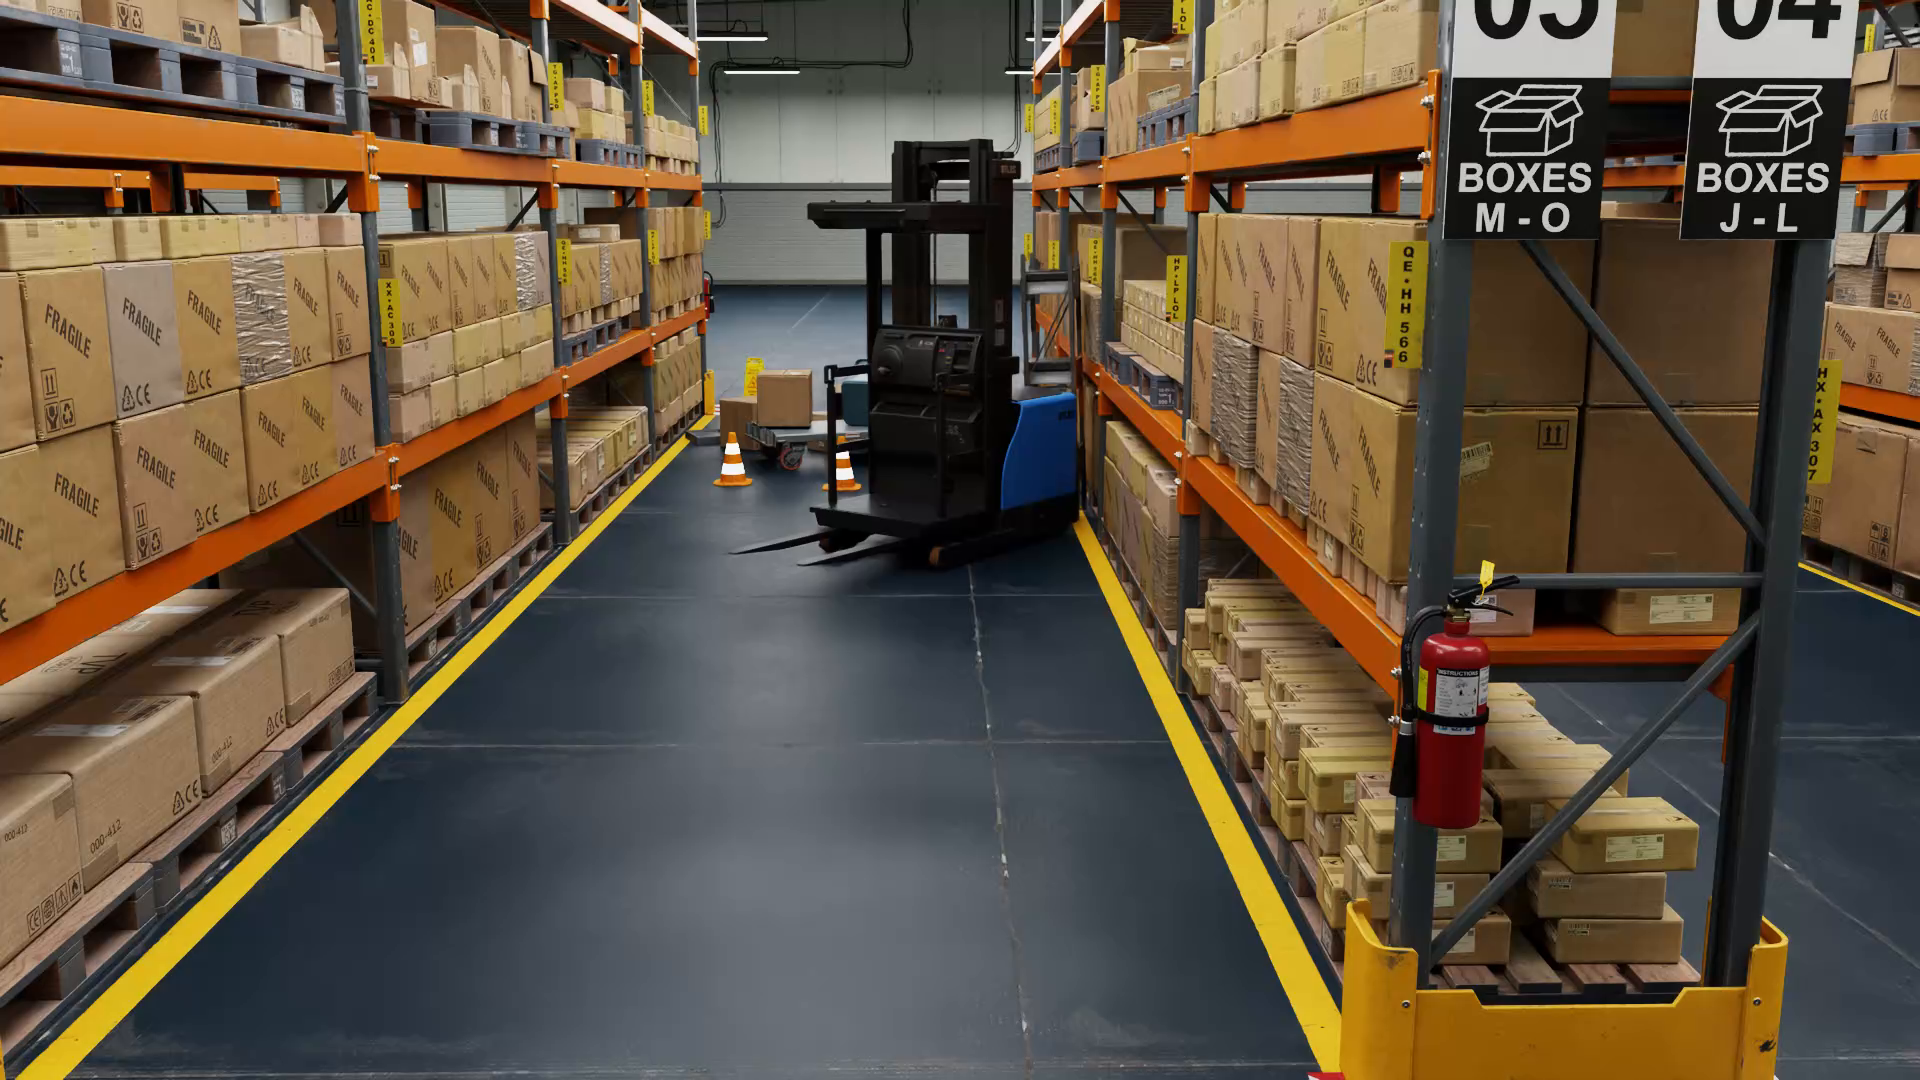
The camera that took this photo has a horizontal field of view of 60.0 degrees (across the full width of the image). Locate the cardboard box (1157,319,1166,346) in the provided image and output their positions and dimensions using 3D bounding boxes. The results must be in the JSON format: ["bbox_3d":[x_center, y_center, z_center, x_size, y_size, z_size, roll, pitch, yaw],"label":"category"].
[{"bbox_3d":[1.389,-1.247,9.990,0.380,0.149,0.250,0,11,-1],"label":"cardboard box"}]

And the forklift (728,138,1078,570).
[{"bbox_3d":[-0.370,-1.337,11.777,1.130,2.935,3.031,8,14,36],"label":"forklift"}]

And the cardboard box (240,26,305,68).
[{"bbox_3d":[-2.982,-2.062,6.956,0.380,0.149,0.250,0,11,0],"label":"cardboard box"}]

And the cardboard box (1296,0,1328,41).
[{"bbox_3d":[1.425,-1.819,5.556,0.500,0.250,0.500,0,11,0],"label":"cardboard box"}]

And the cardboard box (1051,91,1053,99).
[{"bbox_3d":[1.120,-4.482,16.884,0.380,0.149,0.250,0,11,0],"label":"cardboard box"}]

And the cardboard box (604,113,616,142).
[{"bbox_3d":[-3.324,-3.614,14.608,0.500,0.250,0.500,0,11,0],"label":"cardboard box"}]

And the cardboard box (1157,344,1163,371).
[{"bbox_3d":[1.390,-1.098,10.003,0.380,0.149,0.250,0,11,1],"label":"cardboard box"}]

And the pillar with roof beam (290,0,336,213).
[{"bbox_3d":[-5.238,-7.011,24.482,9.100,9.000,0.400,0,11,-1],"label":"pillar with roof beam"}]

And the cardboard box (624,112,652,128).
[{"bbox_3d":[-3.166,-4.030,15.961,0.380,0.149,0.250,0,11,-2],"label":"cardboard box"}]

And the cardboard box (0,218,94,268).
[{"bbox_3d":[-2.960,-0.928,5.190,0.380,0.149,0.250,-1,11,-3],"label":"cardboard box"}]

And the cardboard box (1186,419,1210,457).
[{"bbox_3d":[1.305,-0.498,8.100,0.380,0.149,0.250,0,11,1],"label":"cardboard box"}]

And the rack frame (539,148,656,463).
[{"bbox_3d":[-3.486,-2.228,15.998,1.000,3.000,0.127,0,11,-1],"label":"rack frame"}]

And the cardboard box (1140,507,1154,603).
[{"bbox_3d":[1.348,0.093,9.788,0.500,0.500,0.500,-1,11,-2],"label":"cardboard box"}]

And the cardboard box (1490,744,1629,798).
[{"bbox_3d":[2.034,0.806,5.659,0.380,0.149,0.250,0,11,-1],"label":"cardboard box"}]

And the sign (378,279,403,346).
[{"bbox_3d":[-2.766,-1.104,8.078,0.100,0.325,0.005,0,11,-1],"label":"sign"}]

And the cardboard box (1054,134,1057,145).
[{"bbox_3d":[1.128,-3.992,16.470,0.380,0.149,0.250,0,11,0],"label":"cardboard box"}]

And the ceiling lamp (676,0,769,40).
[{"bbox_3d":[-5.022,-12.065,34.714,2.000,3.185,0.800,0,11,-1],"label":"ceiling lamp"}]

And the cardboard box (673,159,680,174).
[{"bbox_3d":[-3.206,-3.995,17.796,0.380,0.149,0.250,0,11,-2],"label":"cardboard box"}]

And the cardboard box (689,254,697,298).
[{"bbox_3d":[-3.277,-3.012,18.861,0.500,0.500,0.500,0,11,-1],"label":"cardboard box"}]

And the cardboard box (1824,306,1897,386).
[{"bbox_3d":[6.255,-1.323,11.282,0.500,0.500,0.500,-1,11,-3],"label":"cardboard box"}]

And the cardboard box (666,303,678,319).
[{"bbox_3d":[-3.189,-2.423,17.592,0.380,0.149,0.250,0,11,-1],"label":"cardboard box"}]

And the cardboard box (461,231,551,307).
[{"bbox_3d":[-3.131,-1.870,11.468,0.500,0.500,0.500,-1,11,-3],"label":"cardboard box"}]

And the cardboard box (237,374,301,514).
[{"bbox_3d":[-3.015,-0.394,6.704,0.500,0.500,0.500,0,11,-2],"label":"cardboard box"}]

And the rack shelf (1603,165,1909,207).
[{"bbox_3d":[6.463,-2.989,14.012,1.077,0.370,4.000,0,11,-1],"label":"rack shelf"}]

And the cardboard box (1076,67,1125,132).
[{"bbox_3d":[1.227,-3.592,13.616,0.500,0.500,0.500,0,11,-1],"label":"cardboard box"}]

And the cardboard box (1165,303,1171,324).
[{"bbox_3d":[1.405,-1.337,9.687,0.380,0.149,0.250,-1,11,-3],"label":"cardboard box"}]

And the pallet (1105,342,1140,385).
[{"bbox_3d":[1.664,-1.238,11.601,1.213,0.211,1.003,0,11,-1],"label":"pallet"}]

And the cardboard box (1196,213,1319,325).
[{"bbox_3d":[1.392,-1.273,7.773,0.500,0.500,0.500,0,11,0],"label":"cardboard box"}]

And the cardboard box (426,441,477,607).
[{"bbox_3d":[-3.440,-0.105,9.820,0.875,0.875,0.875,0,11,0],"label":"cardboard box"}]

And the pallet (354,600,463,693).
[{"bbox_3d":[-3.412,0.576,9.191,1.003,0.211,1.213,0,11,-1],"label":"pallet"}]

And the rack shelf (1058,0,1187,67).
[{"bbox_3d":[1.502,-4.263,13.752,1.077,0.370,4.000,0,11,-1],"label":"rack shelf"}]

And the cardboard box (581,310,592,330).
[{"bbox_3d":[-3.141,-1.747,13.201,0.380,0.149,0.250,0,11,-1],"label":"cardboard box"}]

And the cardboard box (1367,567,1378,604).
[{"bbox_3d":[1.452,0.127,5.023,0.380,0.149,0.250,0,11,-1],"label":"cardboard box"}]

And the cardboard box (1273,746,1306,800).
[{"bbox_3d":[1.376,0.852,6.179,0.380,0.149,0.250,0,11,0],"label":"cardboard box"}]

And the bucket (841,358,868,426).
[{"bbox_3d":[-0.847,-1.427,16.458,0.726,0.611,0.620,4,22,18],"label":"bucket"}]

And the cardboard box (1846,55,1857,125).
[{"bbox_3d":[6.752,-3.332,12.387,0.500,0.500,0.500,0,11,-1],"label":"cardboard box"}]

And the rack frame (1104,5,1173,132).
[{"bbox_3d":[1.543,-4.414,11.682,1.000,3.000,0.127,0,11,-1],"label":"rack frame"}]

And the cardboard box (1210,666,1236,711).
[{"bbox_3d":[1.375,0.689,7.734,0.380,0.149,0.250,0,11,-1],"label":"cardboard box"}]

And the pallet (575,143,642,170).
[{"bbox_3d":[-3.580,-3.483,15.111,1.213,0.211,1.003,0,11,-1],"label":"pallet"}]

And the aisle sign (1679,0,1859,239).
[{"bbox_3d":[2.010,-1.144,4.115,0.394,0.787,0.004,0,11,-1],"label":"aisle sign"}]

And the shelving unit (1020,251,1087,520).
[{"bbox_3d":[0.755,-1.235,13.307,0.431,2.100,0.503,0,11,11],"label":"shelving unit"}]

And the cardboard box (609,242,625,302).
[{"bbox_3d":[-3.231,-2.337,14.477,0.500,0.500,0.500,0,11,1],"label":"cardboard box"}]

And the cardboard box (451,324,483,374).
[{"bbox_3d":[-3.071,-1.102,9.567,0.500,0.250,0.500,0,11,0],"label":"cardboard box"}]

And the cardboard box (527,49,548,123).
[{"bbox_3d":[-3.245,-3.085,11.362,0.797,0.503,0.637,-1,12,-5],"label":"cardboard box"}]

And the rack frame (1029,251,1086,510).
[{"bbox_3d":[0.799,-1.281,13.543,0.400,2.100,0.015,0,11,11],"label":"rack frame"}]

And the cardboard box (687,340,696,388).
[{"bbox_3d":[-3.278,-1.987,18.783,0.500,0.500,0.500,0,11,1],"label":"cardboard box"}]

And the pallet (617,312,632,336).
[{"bbox_3d":[-3.616,-1.982,15.265,1.003,0.211,1.213,0,11,-1],"label":"pallet"}]

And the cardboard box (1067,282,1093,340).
[{"bbox_3d":[1.221,-2.012,14.682,0.500,0.500,0.500,0,11,-1],"label":"cardboard box"}]

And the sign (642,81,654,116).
[{"bbox_3d":[-2.932,-4.148,15.624,0.100,0.325,0.005,0,11,-1],"label":"sign"}]

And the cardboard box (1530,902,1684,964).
[{"bbox_3d":[2.018,1.203,5.201,0.380,0.149,0.250,0,11,0],"label":"cardboard box"}]

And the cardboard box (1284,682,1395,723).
[{"bbox_3d":[1.466,0.653,6.412,0.380,0.149,0.250,-1,11,-3],"label":"cardboard box"}]

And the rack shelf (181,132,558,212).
[{"bbox_3d":[-3.362,-2.153,9.892,1.077,0.370,4.000,0,11,-1],"label":"rack shelf"}]
